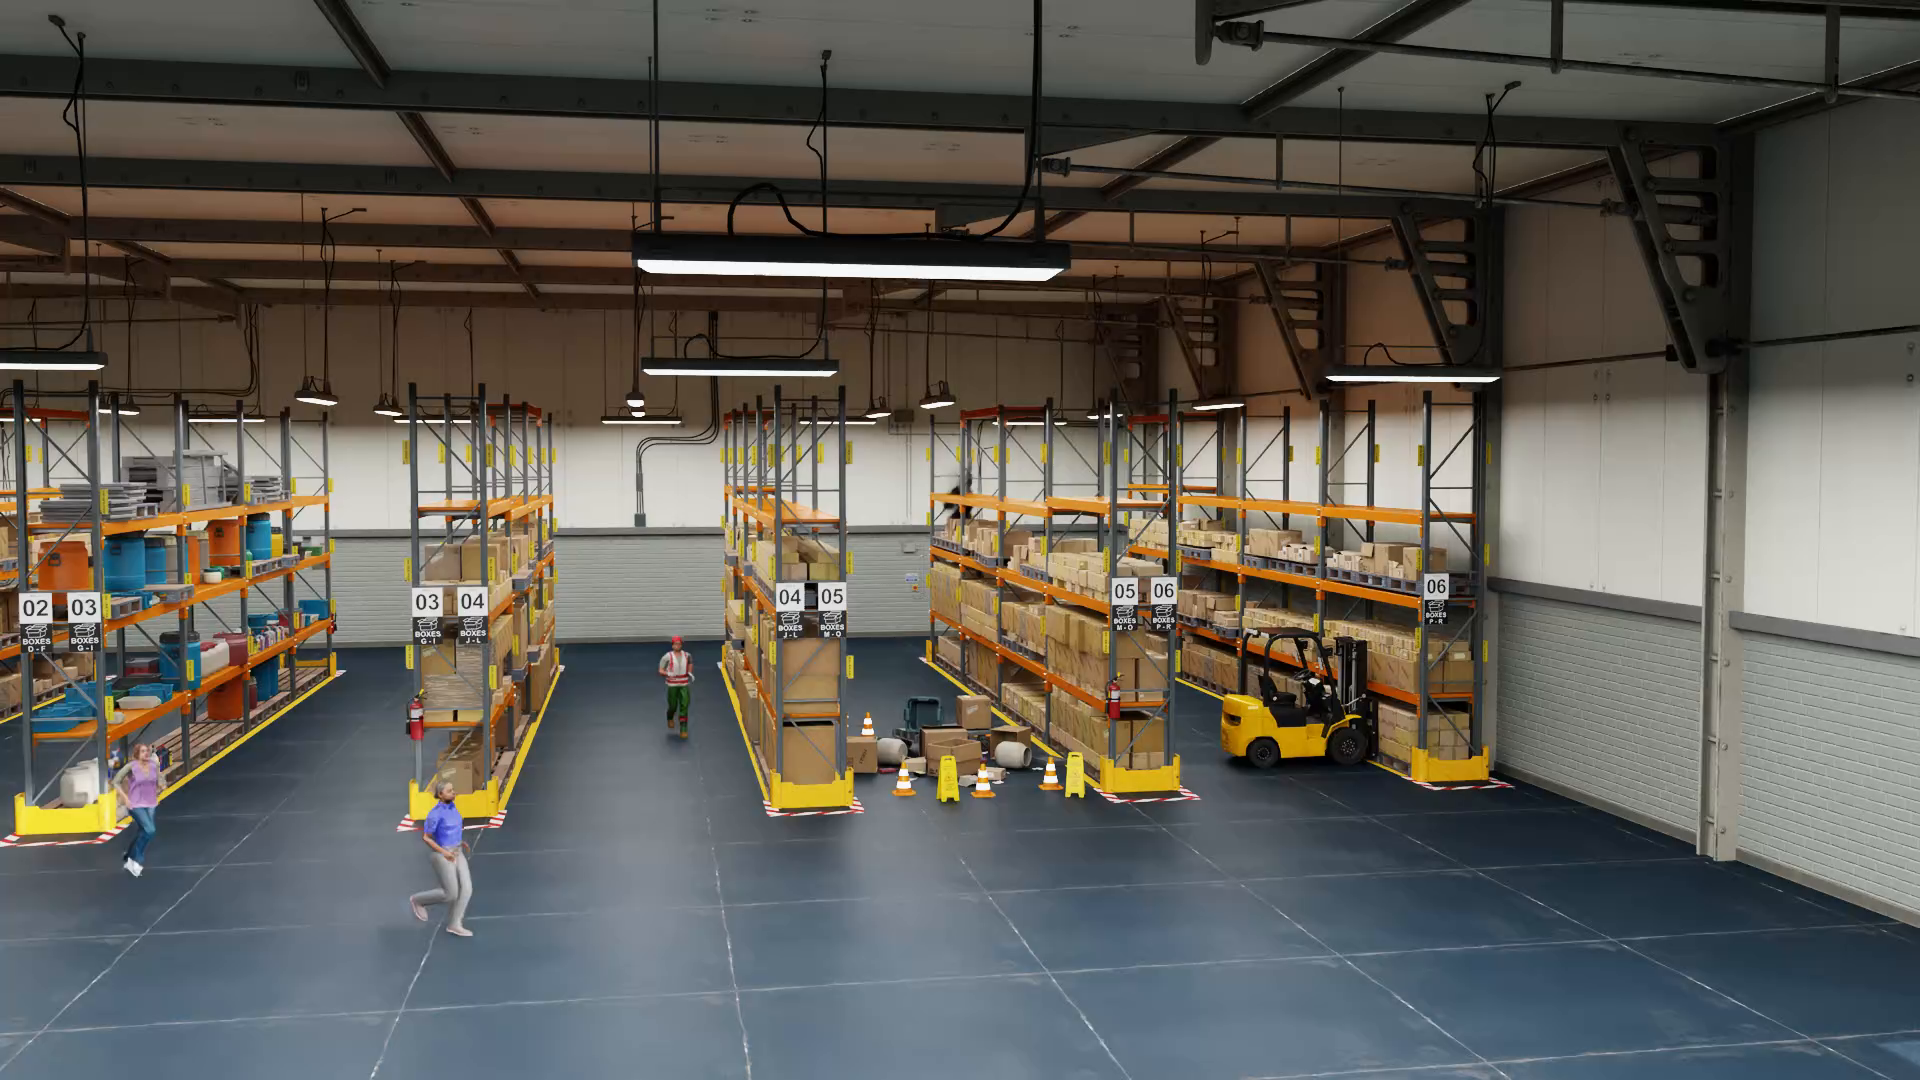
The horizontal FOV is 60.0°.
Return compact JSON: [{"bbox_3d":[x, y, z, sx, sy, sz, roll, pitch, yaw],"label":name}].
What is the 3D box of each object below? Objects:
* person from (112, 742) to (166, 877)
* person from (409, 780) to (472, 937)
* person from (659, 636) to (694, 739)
[{"bbox_3d":[-9.745,3.203,19.850,0.647,1.591,0.510,1,3,27],"label":"person"},{"bbox_3d":[-5.413,3.324,17.419,0.668,1.628,0.584,1,3,15],"label":"person"},{"bbox_3d":[-5.013,2.593,29.534,0.654,1.776,0.985,-1,3,-23],"label":"person"}]
